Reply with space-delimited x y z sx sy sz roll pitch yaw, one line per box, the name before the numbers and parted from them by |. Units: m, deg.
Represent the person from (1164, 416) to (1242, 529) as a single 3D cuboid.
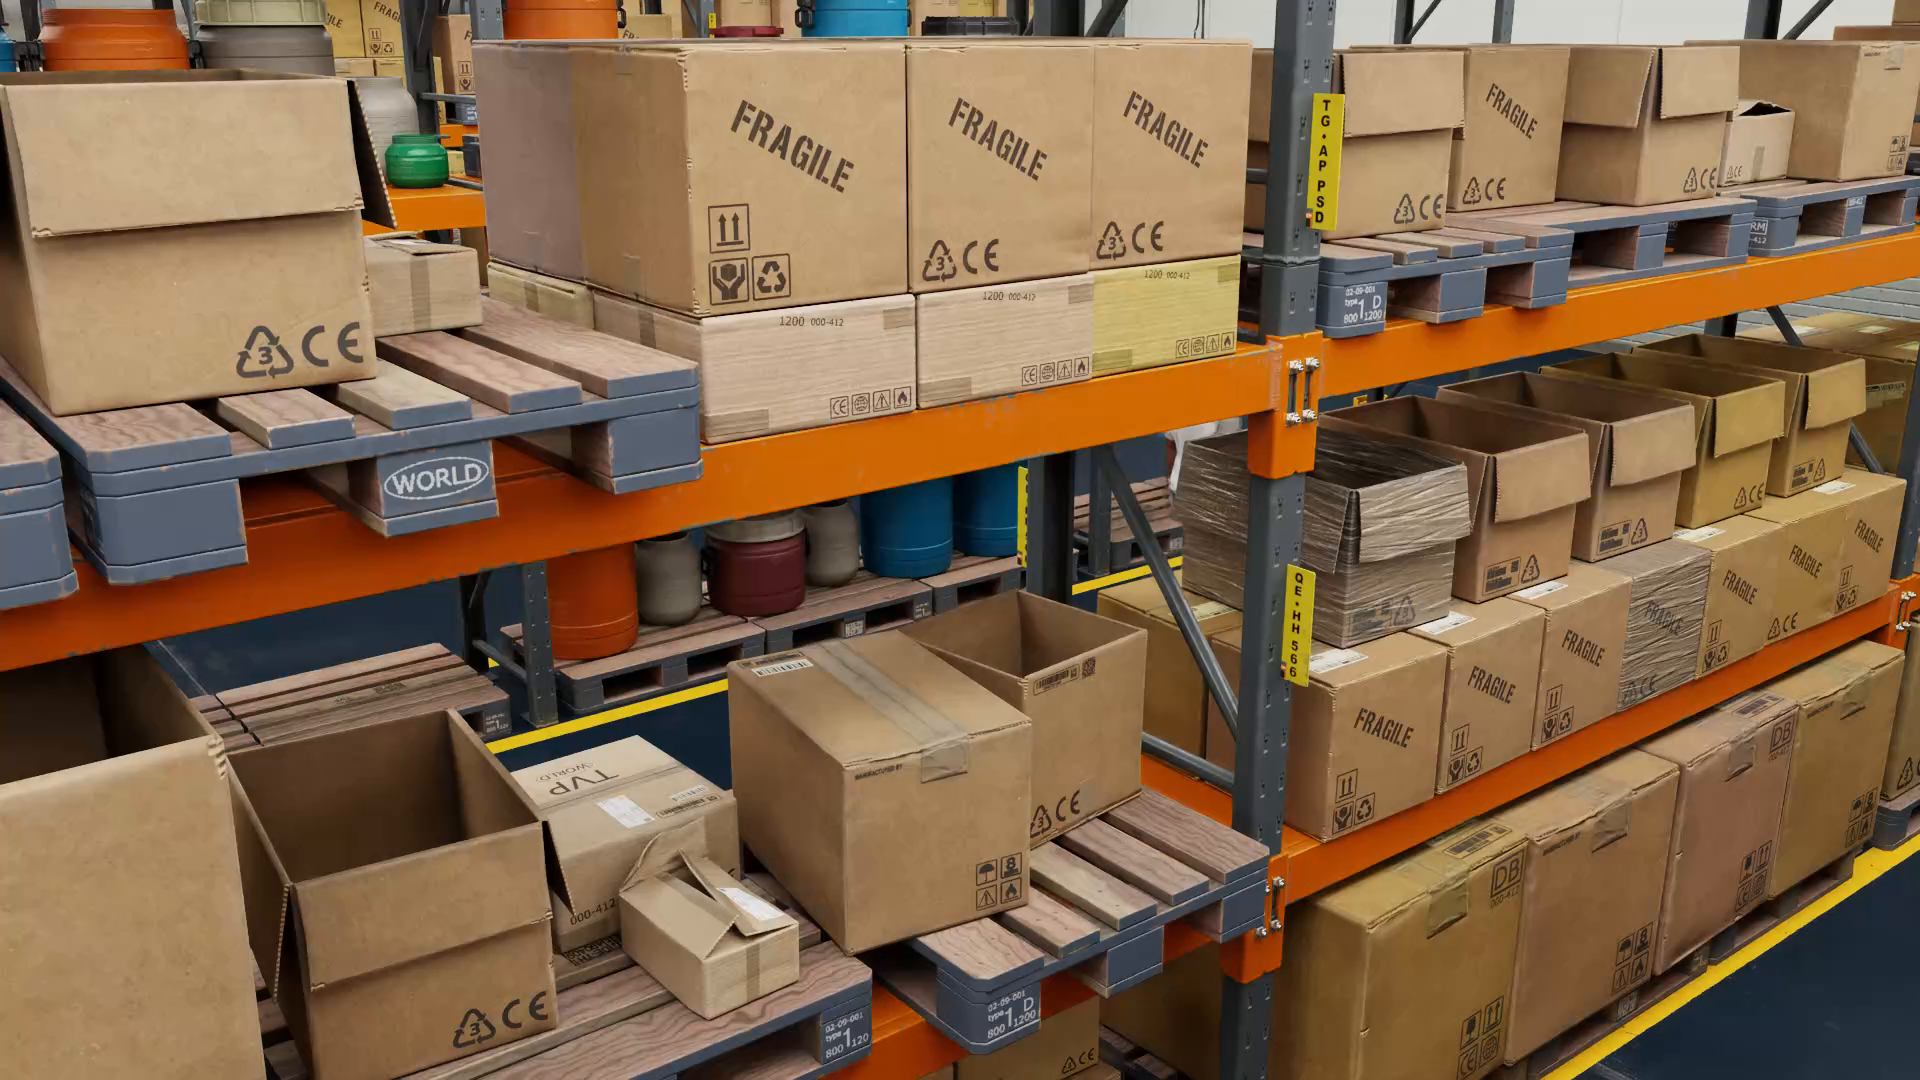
person | 1.436 -0.316 9.852 0.476 1.719 0.556 -16 23 -41
